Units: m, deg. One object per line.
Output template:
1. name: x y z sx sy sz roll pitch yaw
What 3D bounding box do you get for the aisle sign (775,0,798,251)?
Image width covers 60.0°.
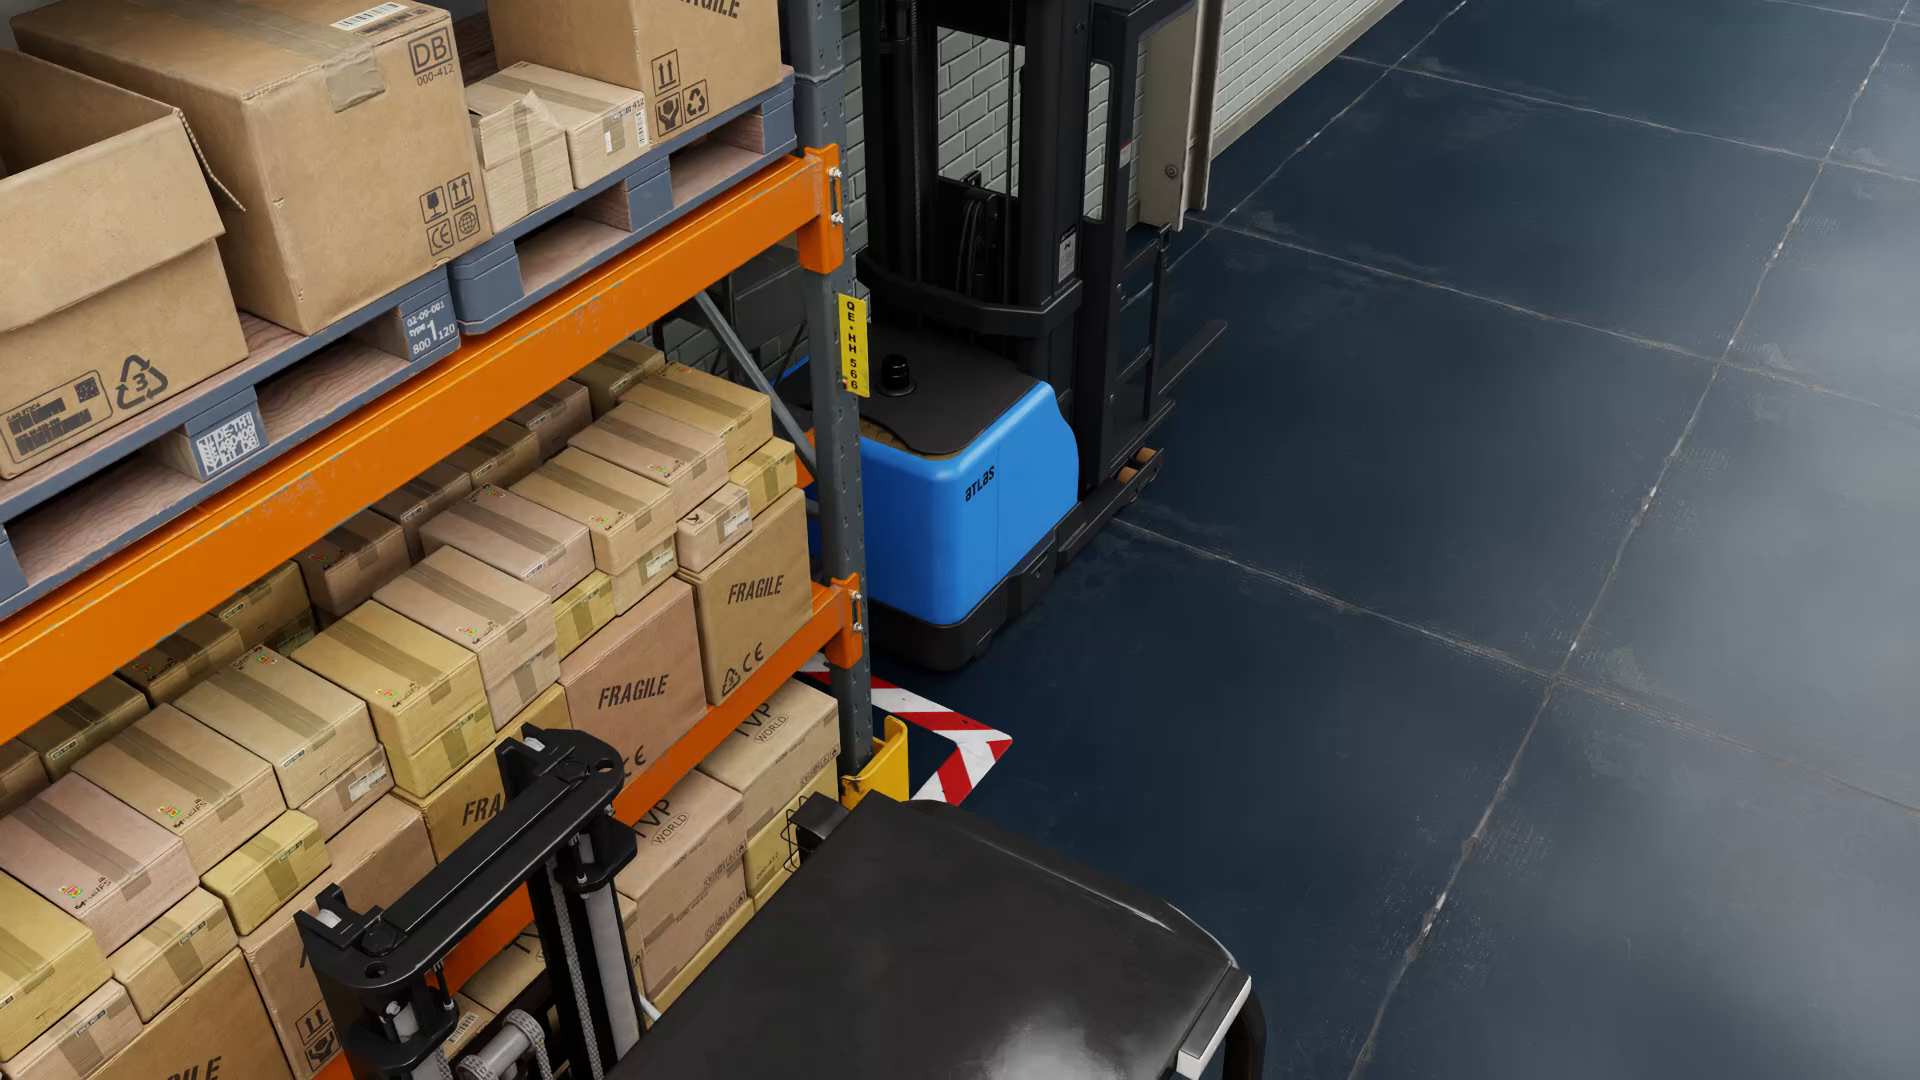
1. aisle sign: -0.482 -1.170 4.681 0.394 0.787 0.004 21 42 25

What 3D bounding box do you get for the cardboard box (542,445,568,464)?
1. cardboard box: -1.244 -0.261 5.018 0.380 0.149 0.250 21 42 25

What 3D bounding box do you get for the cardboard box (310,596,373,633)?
1. cardboard box: -1.774 0.091 4.562 0.380 0.149 0.250 22 43 26

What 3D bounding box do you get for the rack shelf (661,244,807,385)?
1. rack shelf: -0.778 -0.804 5.936 0.431 0.518 0.480 25 42 29

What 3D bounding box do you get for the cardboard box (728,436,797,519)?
1. cardboard box: -0.714 -0.229 4.976 0.380 0.149 0.250 22 43 26

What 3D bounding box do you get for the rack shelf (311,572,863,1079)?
1. rack shelf: -1.837 1.114 4.438 1.077 0.370 4.000 21 42 25

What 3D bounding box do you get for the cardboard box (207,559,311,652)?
1. cardboard box: -1.913 0.121 4.279 0.380 0.149 0.250 20 42 24

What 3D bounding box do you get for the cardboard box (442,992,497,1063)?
1. cardboard box: -1.557 1.451 4.500 0.500 0.250 0.500 20 42 24

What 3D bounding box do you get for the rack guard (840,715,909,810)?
1. rack guard: -0.752 0.775 6.335 1.175 0.500 0.348 21 42 25

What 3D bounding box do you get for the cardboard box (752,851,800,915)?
1. cardboard box: -0.750 1.066 5.819 0.500 0.250 0.500 21 43 25

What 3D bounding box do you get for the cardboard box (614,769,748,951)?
1. cardboard box: -1.017 0.929 5.177 0.500 0.250 0.500 22 43 26

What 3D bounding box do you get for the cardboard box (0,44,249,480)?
1. cardboard box: -1.775 -0.545 3.033 0.797 0.503 0.637 23 43 26

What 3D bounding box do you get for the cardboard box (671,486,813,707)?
1. cardboard box: -0.807 0.098 5.085 0.500 0.500 0.500 20 42 24

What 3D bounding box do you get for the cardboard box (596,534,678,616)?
1. cardboard box: -1.017 0.027 4.645 0.380 0.149 0.250 22 43 26

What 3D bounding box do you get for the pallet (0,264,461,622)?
1. pallet: -1.819 -0.368 3.386 1.003 0.211 1.213 21 42 25

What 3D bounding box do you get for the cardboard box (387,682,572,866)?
1. cardboard box: -1.367 0.626 4.399 0.500 0.500 0.500 20 42 24

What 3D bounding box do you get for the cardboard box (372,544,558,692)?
1. cardboard box: -1.244 0.193 4.187 0.380 0.149 0.250 22 43 26

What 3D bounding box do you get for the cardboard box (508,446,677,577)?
1. cardboard box: -1.002 -0.082 4.543 0.380 0.149 0.250 22 43 26

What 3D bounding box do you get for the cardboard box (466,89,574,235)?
1. cardboard box: -1.088 -0.886 3.670 0.396 0.266 0.258 21 42 25

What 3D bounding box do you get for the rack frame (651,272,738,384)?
1. rack frame: -0.940 -0.138 6.182 0.400 2.100 0.015 25 42 29

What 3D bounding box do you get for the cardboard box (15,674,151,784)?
1. cardboard box: -2.117 0.412 3.902 0.380 0.149 0.250 22 43 26

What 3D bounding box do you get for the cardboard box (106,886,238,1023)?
1. cardboard box: -1.805 0.834 3.598 0.380 0.149 0.250 20 42 24

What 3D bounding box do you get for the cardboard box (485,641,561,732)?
1. cardboard box: -1.262 0.304 4.286 0.380 0.149 0.250 20 42 24

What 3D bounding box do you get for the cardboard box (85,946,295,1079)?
1. cardboard box: -1.914 1.141 3.731 0.500 0.500 0.500 21 42 25

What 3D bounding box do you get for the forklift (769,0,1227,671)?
1. forklift: 0.337 -1.484 7.275 1.130 2.935 3.031 21 42 25

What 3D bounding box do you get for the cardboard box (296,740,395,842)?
1. cardboard box: -1.591 0.540 3.979 0.380 0.149 0.250 21 42 25

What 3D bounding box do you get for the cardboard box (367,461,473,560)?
1. cardboard box: -1.569 -0.126 4.600 0.380 0.149 0.250 21 43 25

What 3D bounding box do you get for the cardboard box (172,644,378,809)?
1. cardboard box: -1.596 0.430 3.879 0.380 0.149 0.250 22 43 26

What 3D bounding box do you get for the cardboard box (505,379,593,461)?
1. cardboard box: -1.321 -0.397 4.951 0.380 0.149 0.250 23 43 27

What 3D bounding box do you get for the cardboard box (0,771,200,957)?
1. cardboard box: -1.864 0.688 3.544 0.380 0.149 0.250 21 42 25

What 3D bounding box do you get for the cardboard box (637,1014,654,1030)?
1. cardboard box: -1.300 1.574 5.159 0.500 0.250 0.500 22 43 26

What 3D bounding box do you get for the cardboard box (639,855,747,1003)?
1. cardboard box: -1.040 1.130 5.325 0.500 0.250 0.500 21 42 25

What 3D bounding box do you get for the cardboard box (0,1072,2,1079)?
1. cardboard box: -2.069 0.980 3.165 0.380 0.149 0.250 22 43 26

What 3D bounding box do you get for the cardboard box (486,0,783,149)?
1. cardboard box: -0.796 -1.328 4.051 0.500 0.500 0.500 23 43 27

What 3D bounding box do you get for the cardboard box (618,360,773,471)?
1. cardboard box: -0.779 -0.363 4.907 0.380 0.149 0.250 21 42 25

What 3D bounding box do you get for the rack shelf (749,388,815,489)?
1. rack shelf: -0.792 -0.238 6.349 0.431 0.518 0.480 25 42 29

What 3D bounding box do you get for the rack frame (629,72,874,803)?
1. rack frame: -0.765 -0.202 5.556 1.000 3.000 0.127 21 42 25

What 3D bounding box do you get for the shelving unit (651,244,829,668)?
1. shelving unit: -0.792 -0.249 6.341 0.431 2.100 0.503 25 42 29
